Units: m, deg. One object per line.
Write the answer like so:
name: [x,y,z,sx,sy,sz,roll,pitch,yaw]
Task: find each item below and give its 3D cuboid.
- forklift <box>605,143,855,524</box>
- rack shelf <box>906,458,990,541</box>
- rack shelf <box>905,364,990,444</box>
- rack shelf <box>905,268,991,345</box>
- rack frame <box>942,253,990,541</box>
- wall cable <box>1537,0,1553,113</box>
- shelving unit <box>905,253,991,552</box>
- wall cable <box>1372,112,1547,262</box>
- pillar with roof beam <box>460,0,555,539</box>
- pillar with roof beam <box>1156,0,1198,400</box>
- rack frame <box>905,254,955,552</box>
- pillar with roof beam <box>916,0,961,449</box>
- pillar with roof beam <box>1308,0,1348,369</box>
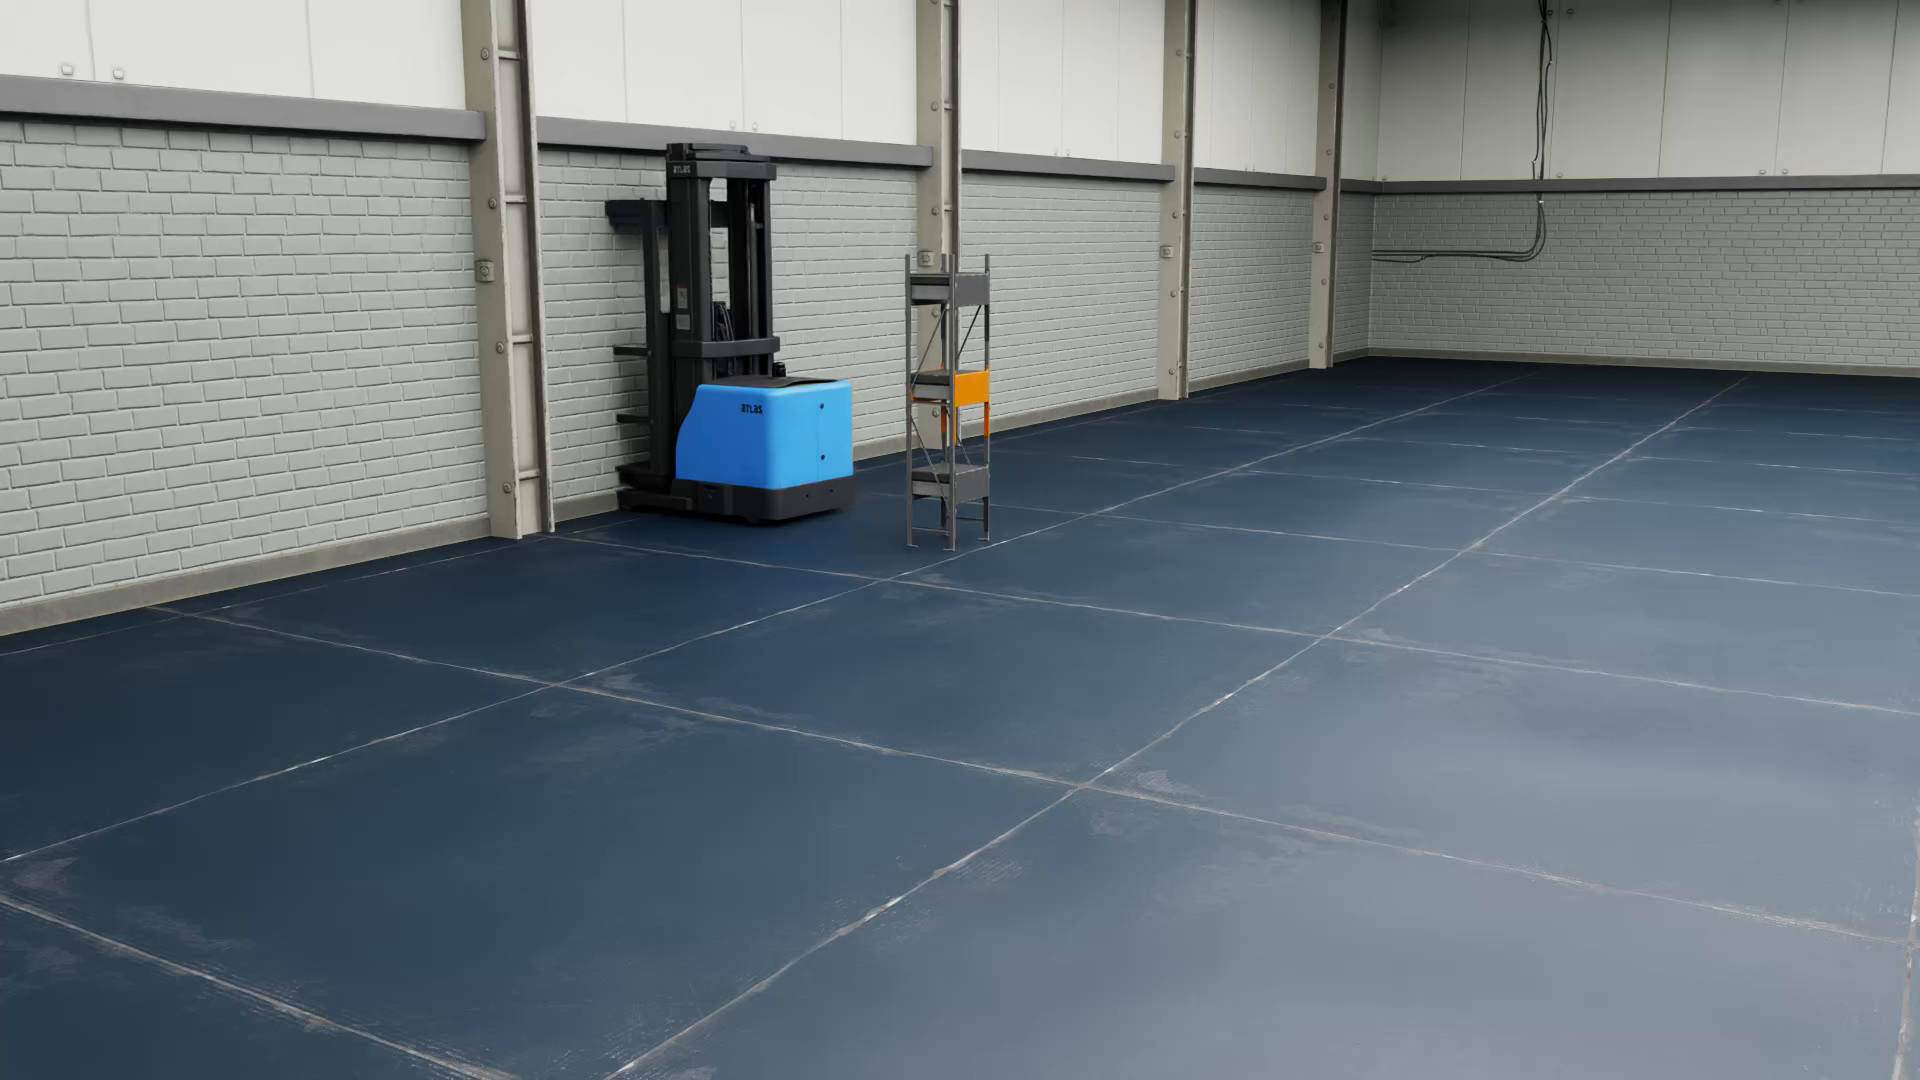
forklift: [-2.352,-1.755,13.776,3.031,2.935,1.130,7,13,34]
rack shelf: [-0.086,-0.305,12.168,0.431,0.518,0.480,6,12,31]
rack shelf: [-0.086,-0.993,12.039,0.431,0.518,0.480,6,12,31]
rack shelf: [-0.086,-1.681,11.910,0.431,0.518,0.480,6,12,31]
rack frame: [0.041,-1.044,12.241,0.400,2.100,0.015,6,12,31]
wall cable: [10.985,-8.341,27.180,3.097,2.526,0.112,6,12,31]
shelving unit: [-0.086,-1.006,12.036,0.431,2.100,0.503,6,12,31]
wall cable: [8.673,-6.117,29.025,3.097,2.526,0.112,6,12,31]
pillar with roof beam: [0.348,-4.064,9.622,9.100,9.000,0.400,6,12,31]
pillar with roof beam: [6.578,-5.951,19.702,9.100,9.000,0.400,6,12,31]
rack frame: [-0.213,-0.968,11.831,0.400,2.100,0.015,6,12,31]
pillar with roof beam: [3.463,-5.008,14.662,9.100,9.000,0.400,6,12,31]
pillar with roof beam: [9.693,-6.895,24.743,9.100,9.000,0.400,6,12,31]
